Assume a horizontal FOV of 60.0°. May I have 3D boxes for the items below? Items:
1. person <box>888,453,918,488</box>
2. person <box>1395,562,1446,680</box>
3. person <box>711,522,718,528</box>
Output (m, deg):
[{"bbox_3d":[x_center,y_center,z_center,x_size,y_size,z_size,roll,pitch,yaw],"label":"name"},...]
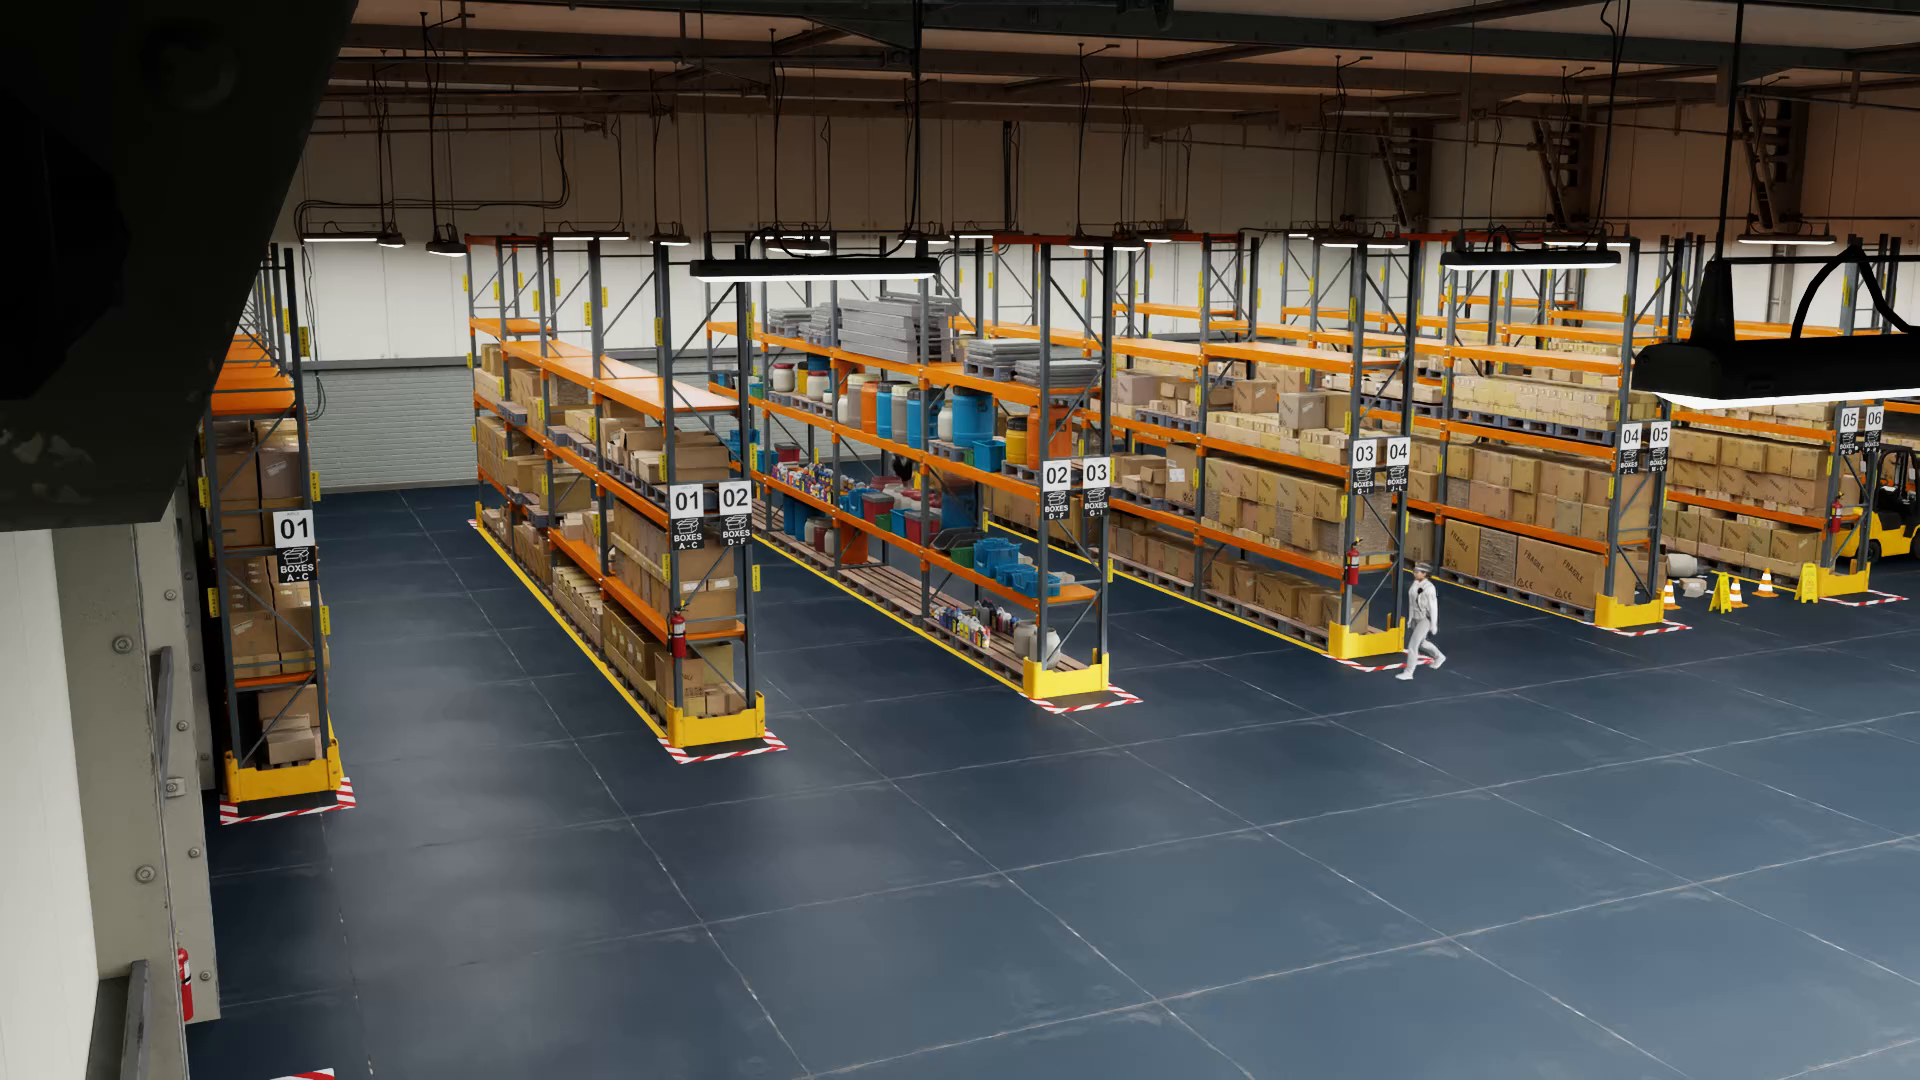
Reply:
[{"bbox_3d":[-1.228,-1.296,35.543,0.688,1.626,0.713,-2,11,-12],"label":"person"},{"bbox_3d":[6.456,1.096,23.107,0.970,1.637,0.486,-5,12,-24],"label":"person"},{"bbox_3d":[-4.750,-0.748,32.662,0.503,1.612,1.007,-2,11,-13],"label":"person"}]
